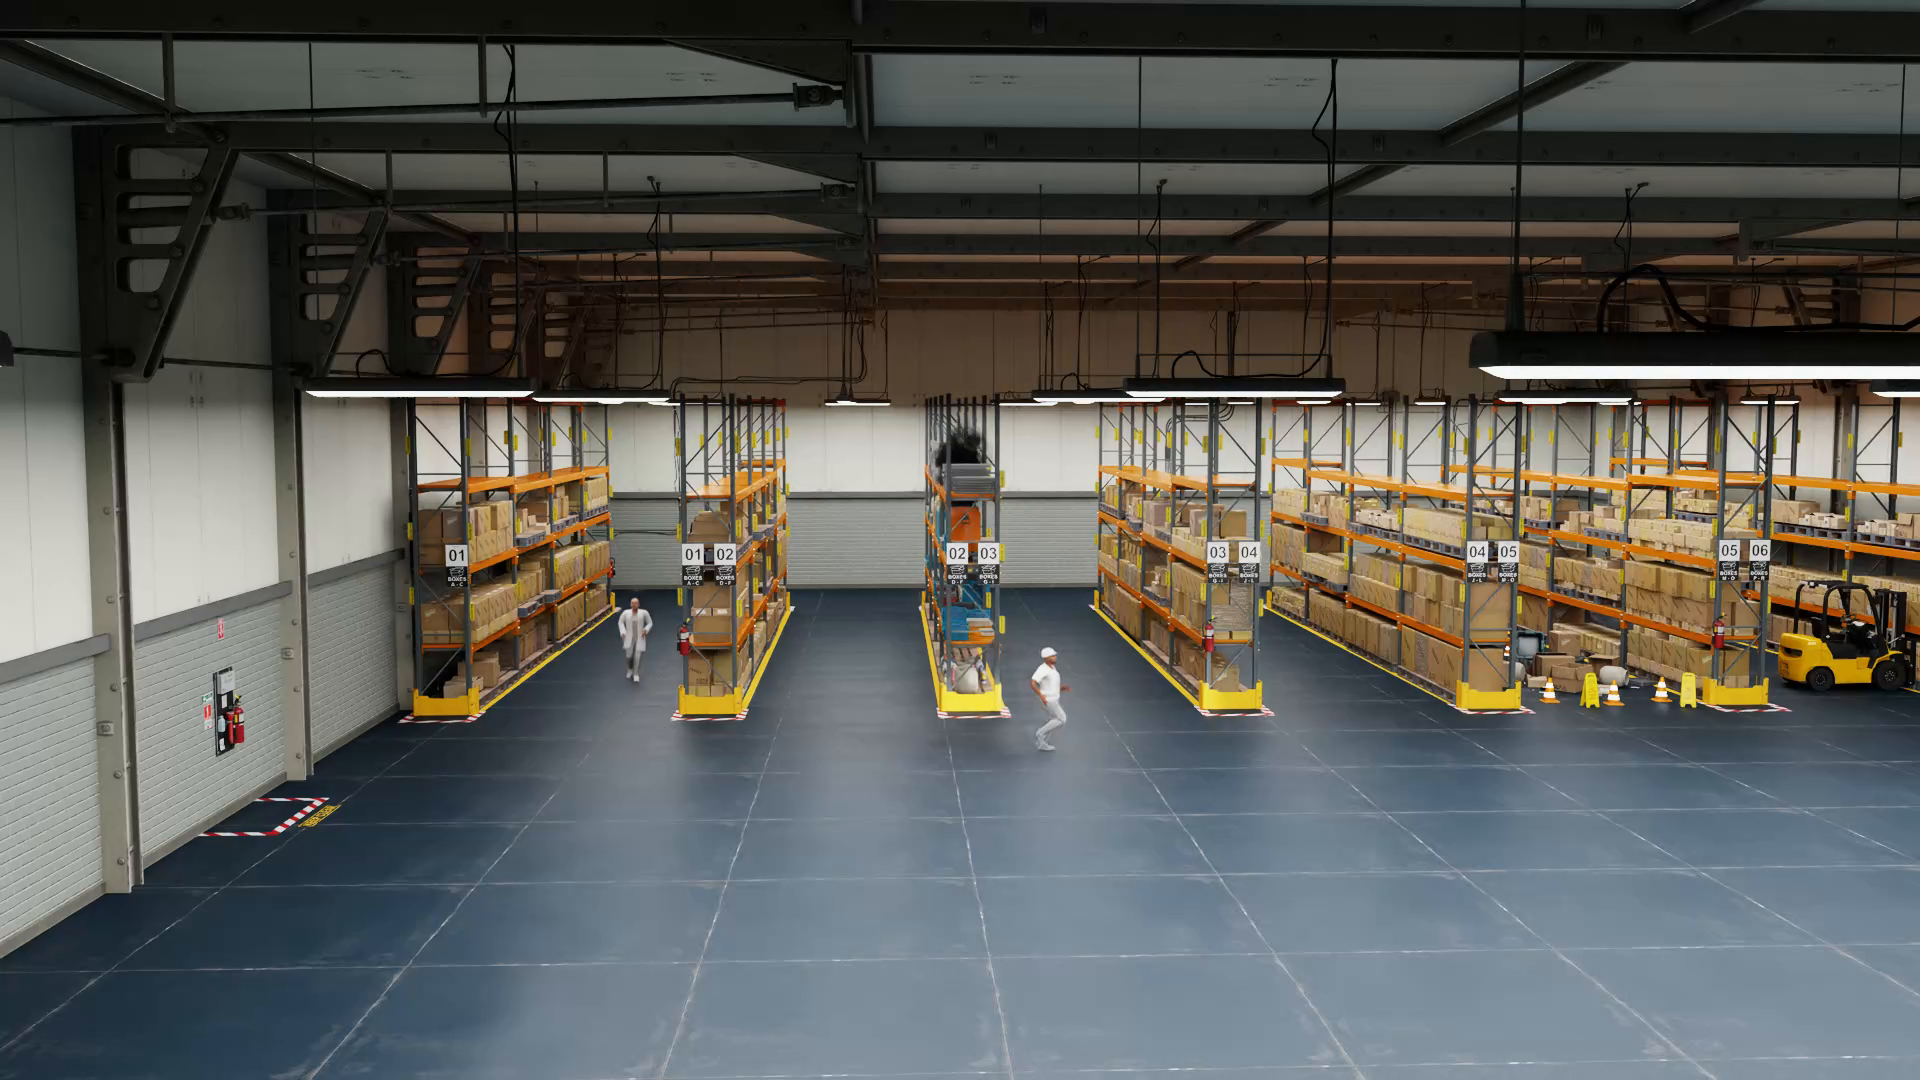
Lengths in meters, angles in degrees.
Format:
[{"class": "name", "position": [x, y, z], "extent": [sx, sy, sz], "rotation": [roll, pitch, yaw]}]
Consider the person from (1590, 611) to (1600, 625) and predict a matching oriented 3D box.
[{"class": "person", "position": [16.150, 1.533, 42.334], "extent": [0.670, 1.695, 0.860], "rotation": [-1, 5, -7]}]

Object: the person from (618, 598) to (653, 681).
[{"class": "person", "position": [-6.816, 2.092, 34.942], "extent": [0.722, 1.746, 0.628], "rotation": [-1, 5, -8]}]

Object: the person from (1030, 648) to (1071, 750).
[{"class": "person", "position": [1.539, 2.660, 27.769], "extent": [0.597, 1.721, 0.690], "rotation": [1, 5, 17]}]

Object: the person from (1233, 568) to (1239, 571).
[{"class": "person", "position": [7.707, 1.187, 46.184], "extent": [0.667, 1.836, 0.796], "rotation": [0, 5, 5]}]
